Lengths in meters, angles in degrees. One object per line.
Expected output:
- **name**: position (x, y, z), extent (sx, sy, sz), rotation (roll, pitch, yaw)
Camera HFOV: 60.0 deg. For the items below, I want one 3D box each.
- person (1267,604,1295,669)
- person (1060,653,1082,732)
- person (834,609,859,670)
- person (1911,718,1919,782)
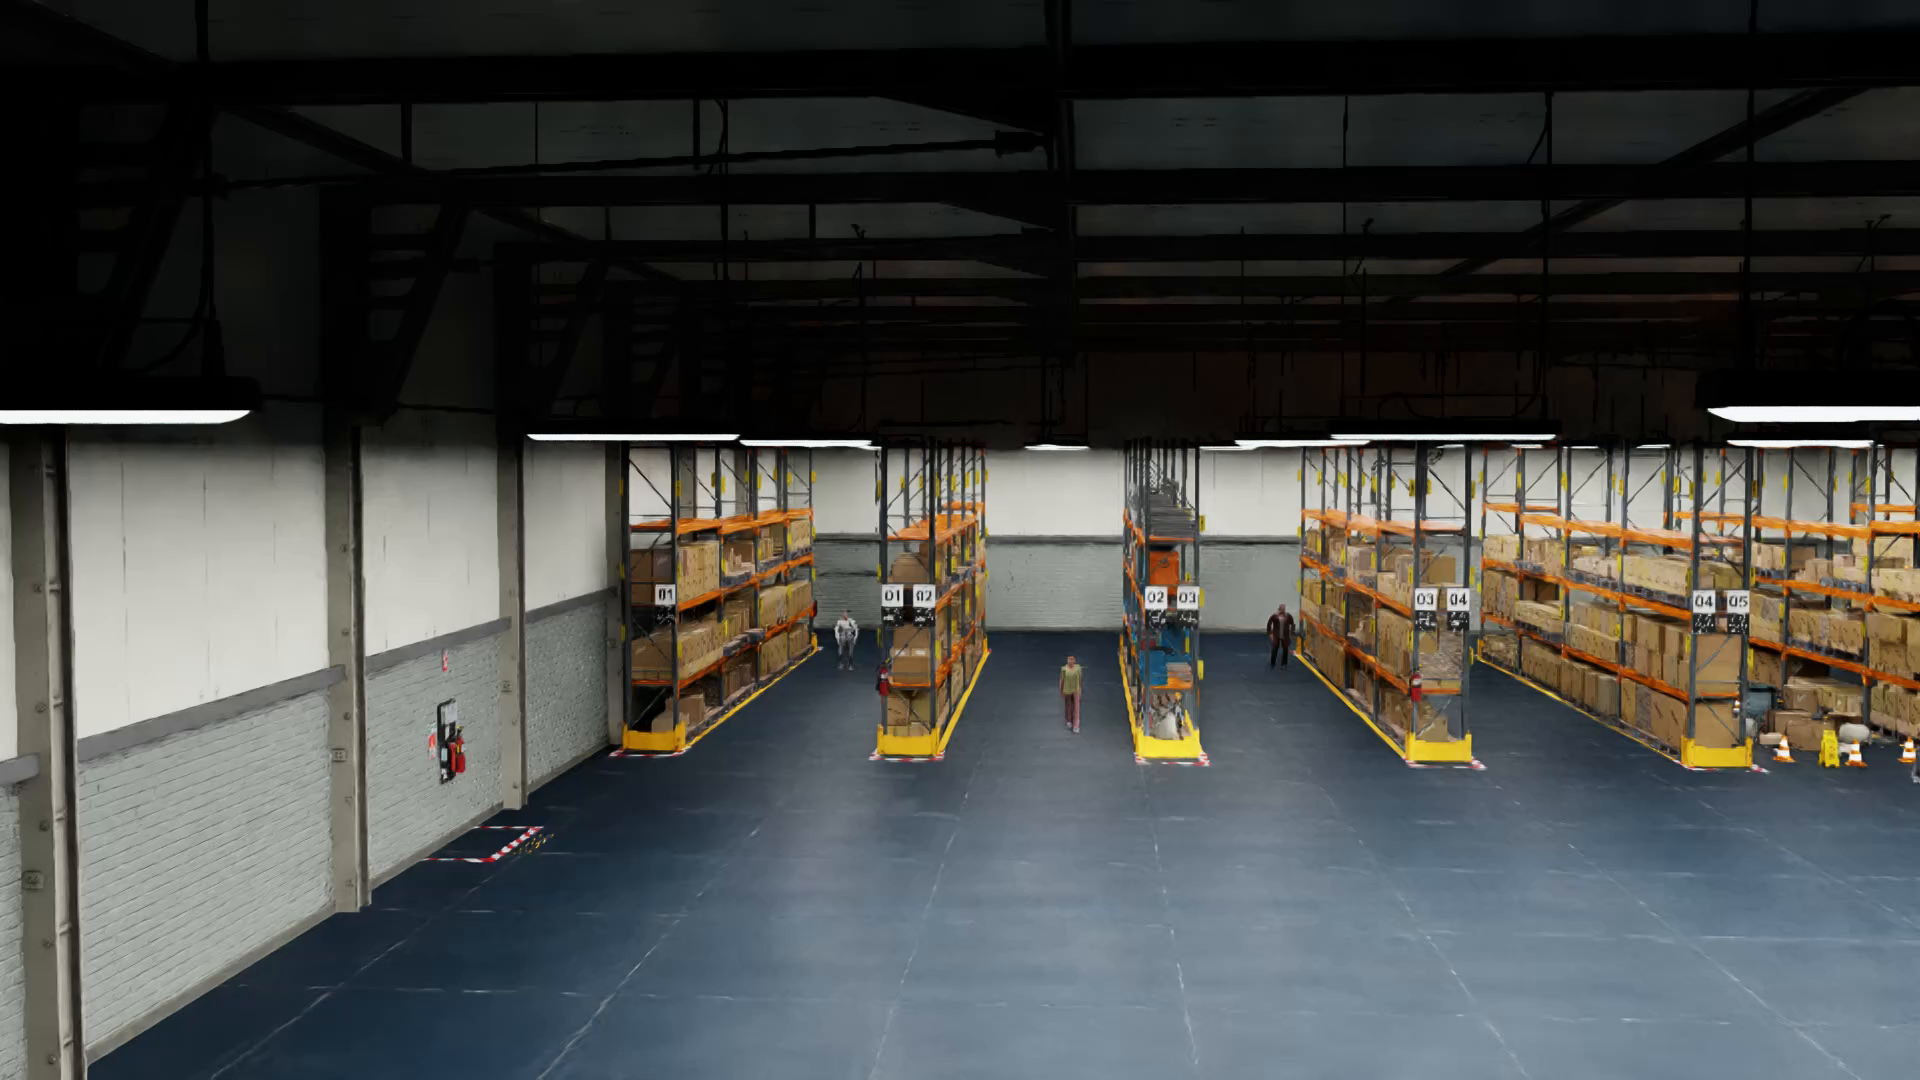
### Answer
- **person**: position (8.415, 2.528, 43.653), extent (0.729, 1.734, 0.546), rotation (0, 3, 5)
- **person**: position (2.267, 3.089, 34.032), extent (0.448, 1.590, 1.110), rotation (0, 3, 7)
- **person**: position (-2.966, 2.594, 43.452), extent (0.639, 1.627, 0.512), rotation (0, 3, 2)
- **person**: position (16.485, 3.393, 28.186), extent (0.456, 1.575, 1.088), rotation (0, 3, 7)
